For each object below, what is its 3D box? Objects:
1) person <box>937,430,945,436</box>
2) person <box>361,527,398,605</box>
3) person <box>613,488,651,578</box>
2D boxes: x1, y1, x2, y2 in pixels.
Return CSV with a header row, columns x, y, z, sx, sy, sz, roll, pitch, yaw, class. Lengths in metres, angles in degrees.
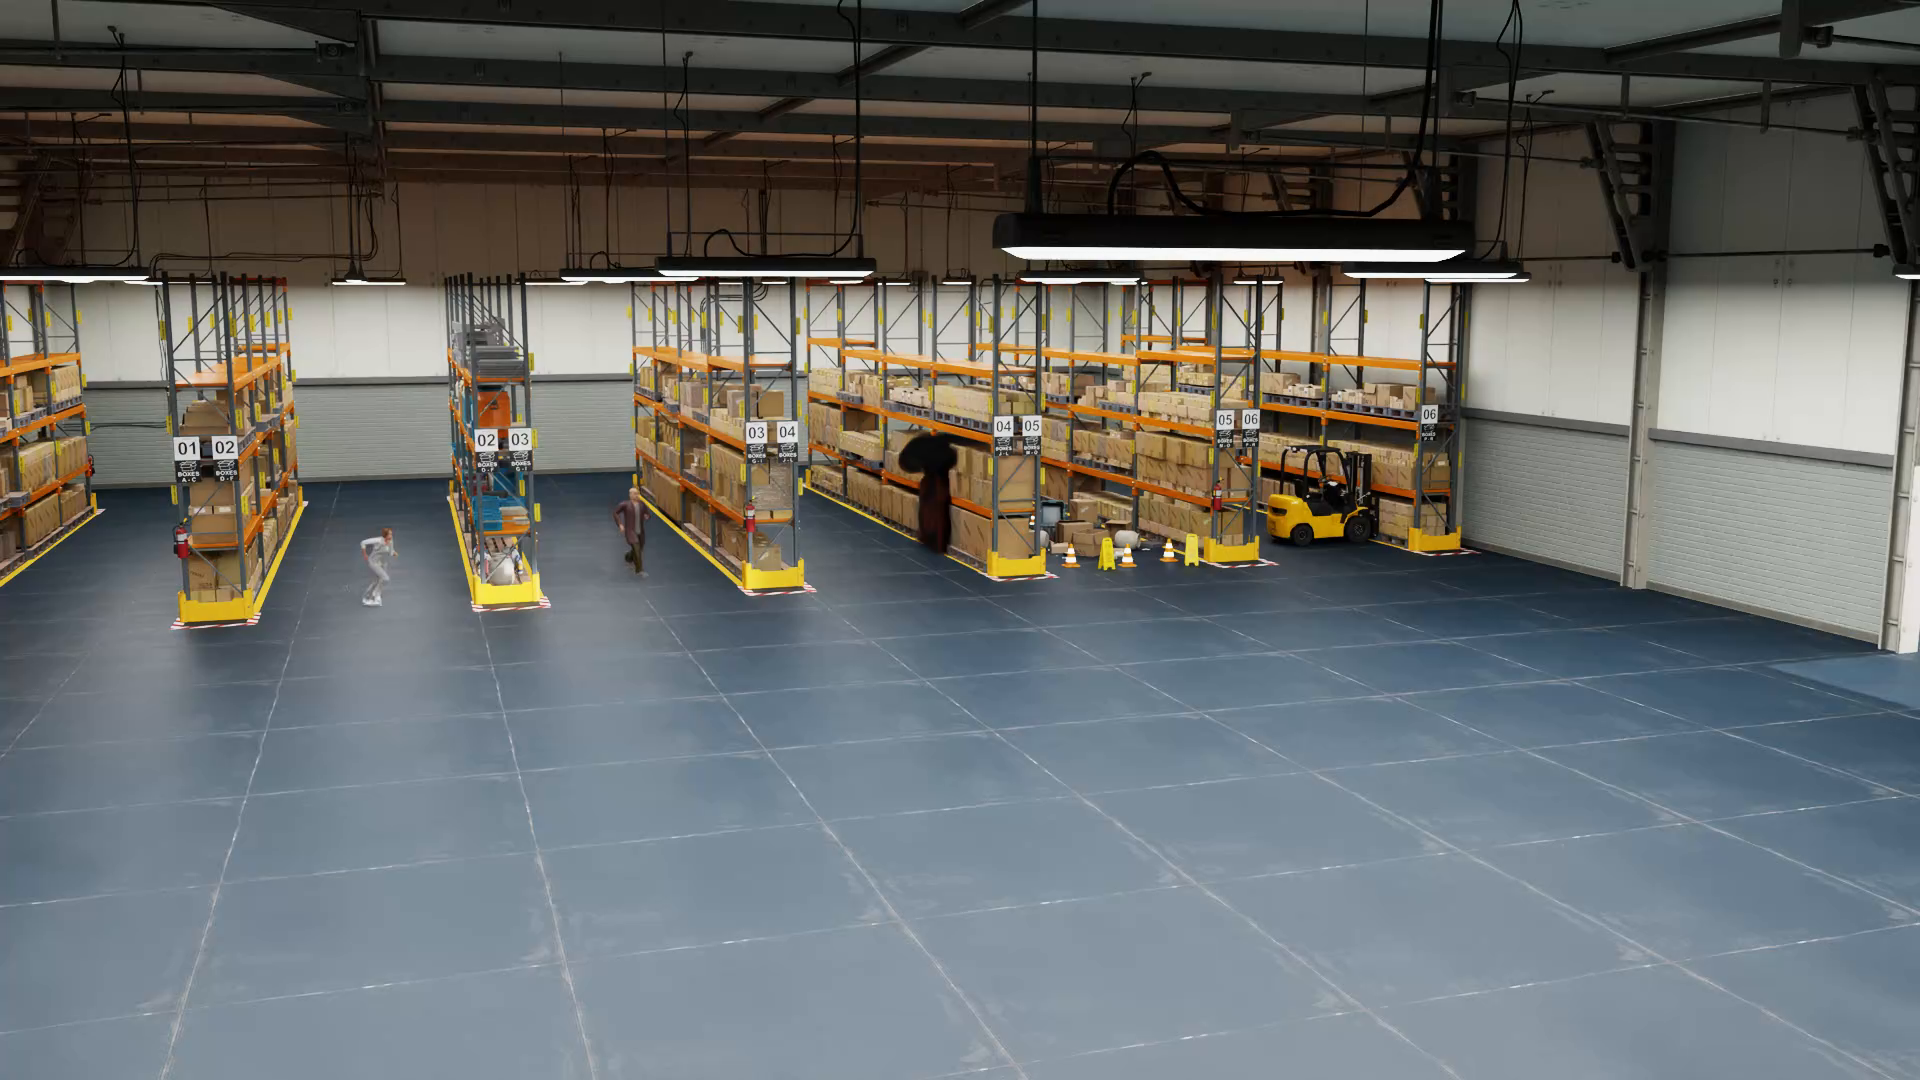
x,y,z,sx,sy,sz,roll,pitch,yaw,class
-0.407,-2.233,47.197,0.724,1.747,0.657,6,11,37,person
-10.485,0.481,29.969,0.849,1.455,0.562,4,10,27,person
-6.514,-0.166,33.163,0.719,1.758,1.015,-7,11,-40,person
